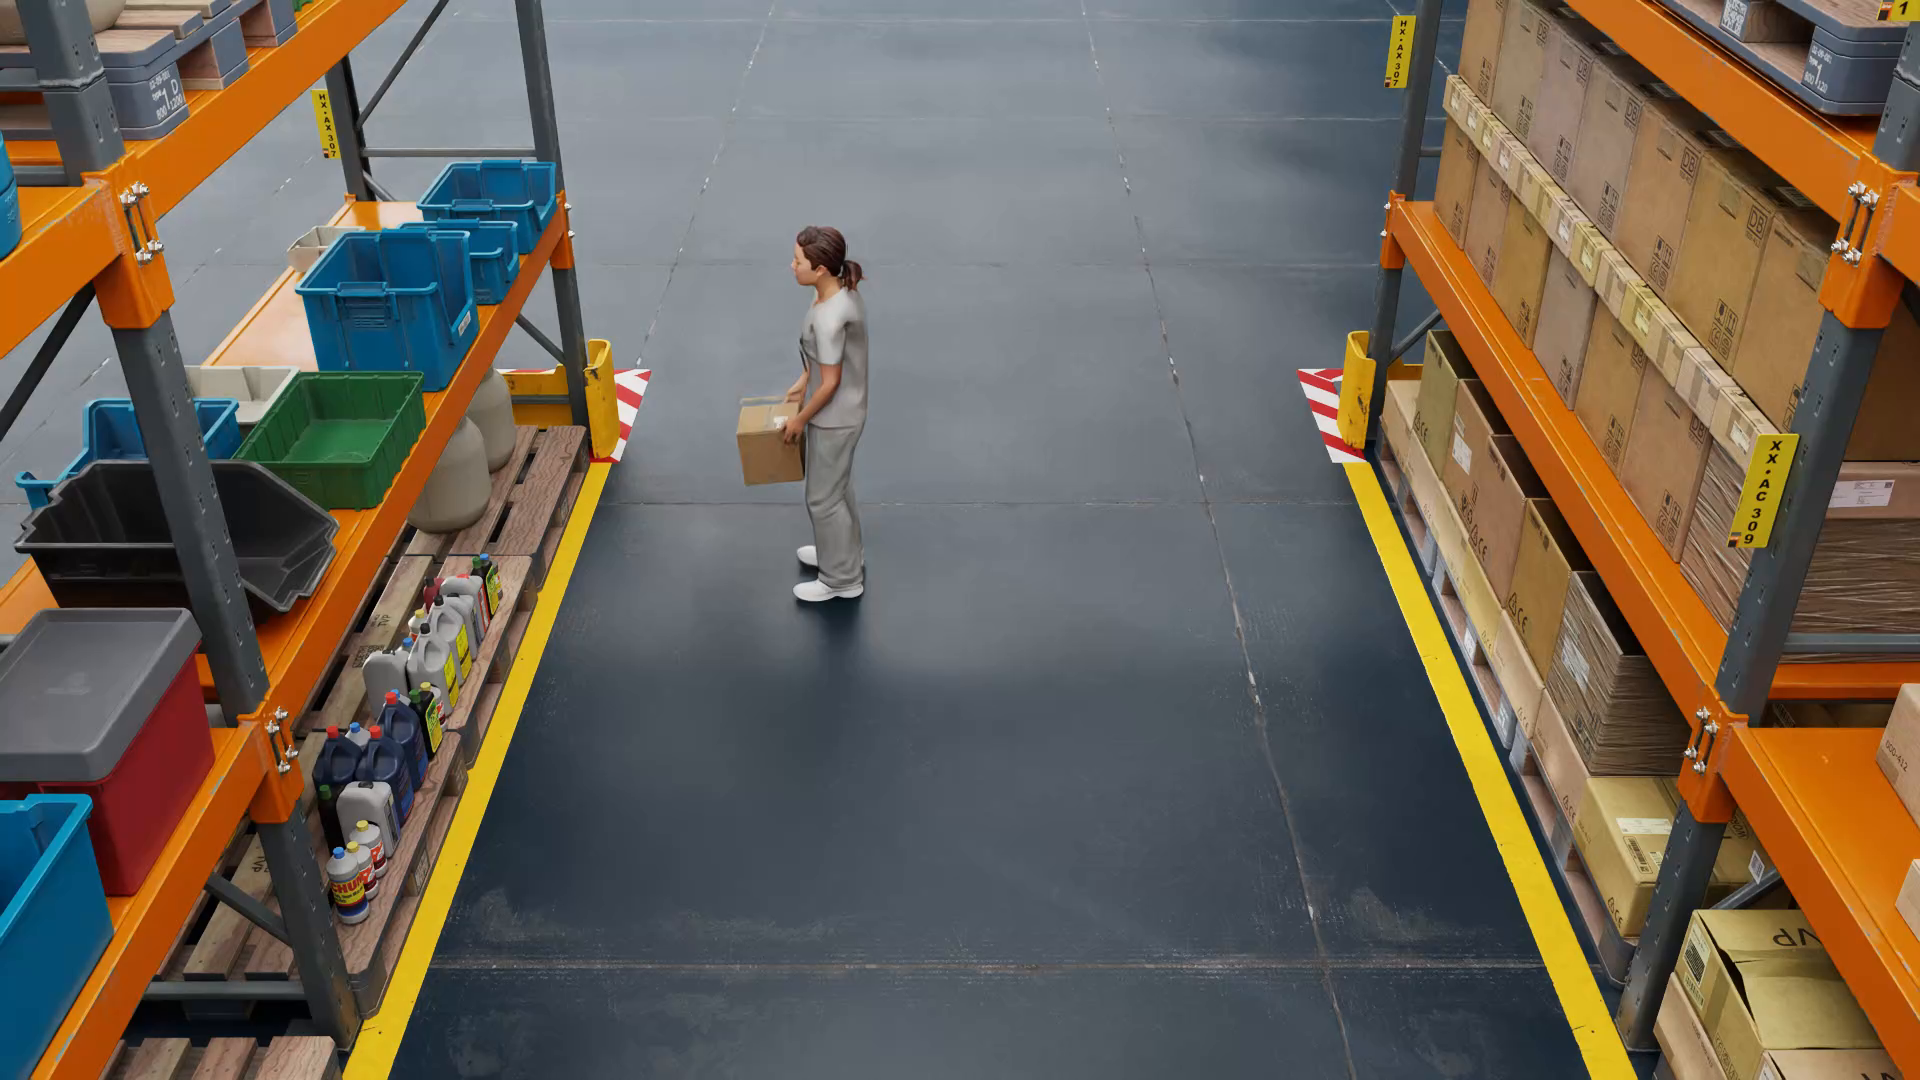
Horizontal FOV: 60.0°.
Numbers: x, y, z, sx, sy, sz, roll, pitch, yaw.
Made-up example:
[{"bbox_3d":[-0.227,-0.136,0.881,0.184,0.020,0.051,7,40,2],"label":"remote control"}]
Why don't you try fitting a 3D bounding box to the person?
[{"bbox_3d":[-0.563,-0.525,6.987,0.373,1.674,0.467,-1,32,-1],"label":"person"}]
